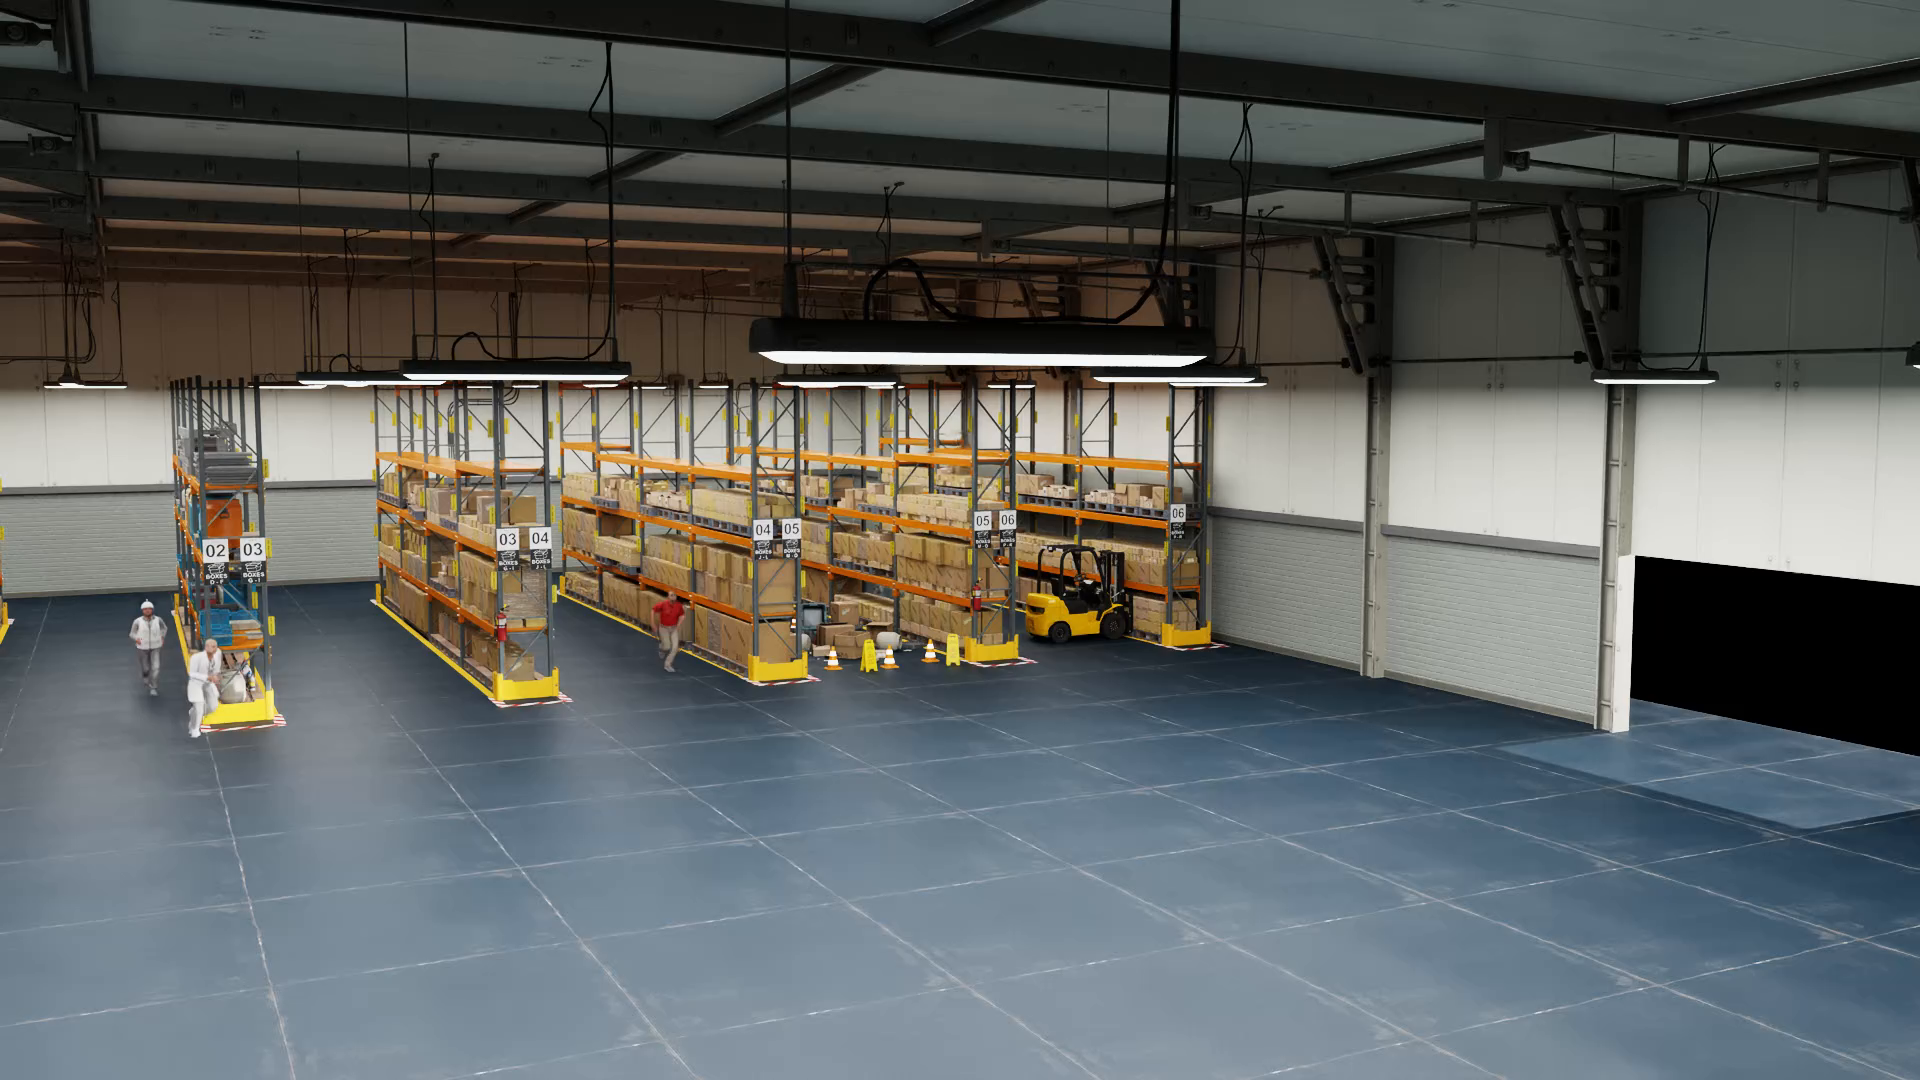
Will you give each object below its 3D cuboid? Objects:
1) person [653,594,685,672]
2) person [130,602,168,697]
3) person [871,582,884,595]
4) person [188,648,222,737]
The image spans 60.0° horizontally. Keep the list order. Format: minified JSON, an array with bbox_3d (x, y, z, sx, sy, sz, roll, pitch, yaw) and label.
[{"bbox_3d":[-6.014,1.897,34.275,0.663,1.616,0.578,-3,6,-30],"label":"person"},{"bbox_3d":[-15.409,2.049,31.618,0.658,1.771,0.864,-3,6,-30],"label":"person"},{"bbox_3d":[-2.255,0.647,44.805,0.672,1.781,0.629,-2,6,-25],"label":"person"},{"bbox_3d":[-12.557,2.536,27.666,0.703,1.463,0.726,3,6,29],"label":"person"}]
